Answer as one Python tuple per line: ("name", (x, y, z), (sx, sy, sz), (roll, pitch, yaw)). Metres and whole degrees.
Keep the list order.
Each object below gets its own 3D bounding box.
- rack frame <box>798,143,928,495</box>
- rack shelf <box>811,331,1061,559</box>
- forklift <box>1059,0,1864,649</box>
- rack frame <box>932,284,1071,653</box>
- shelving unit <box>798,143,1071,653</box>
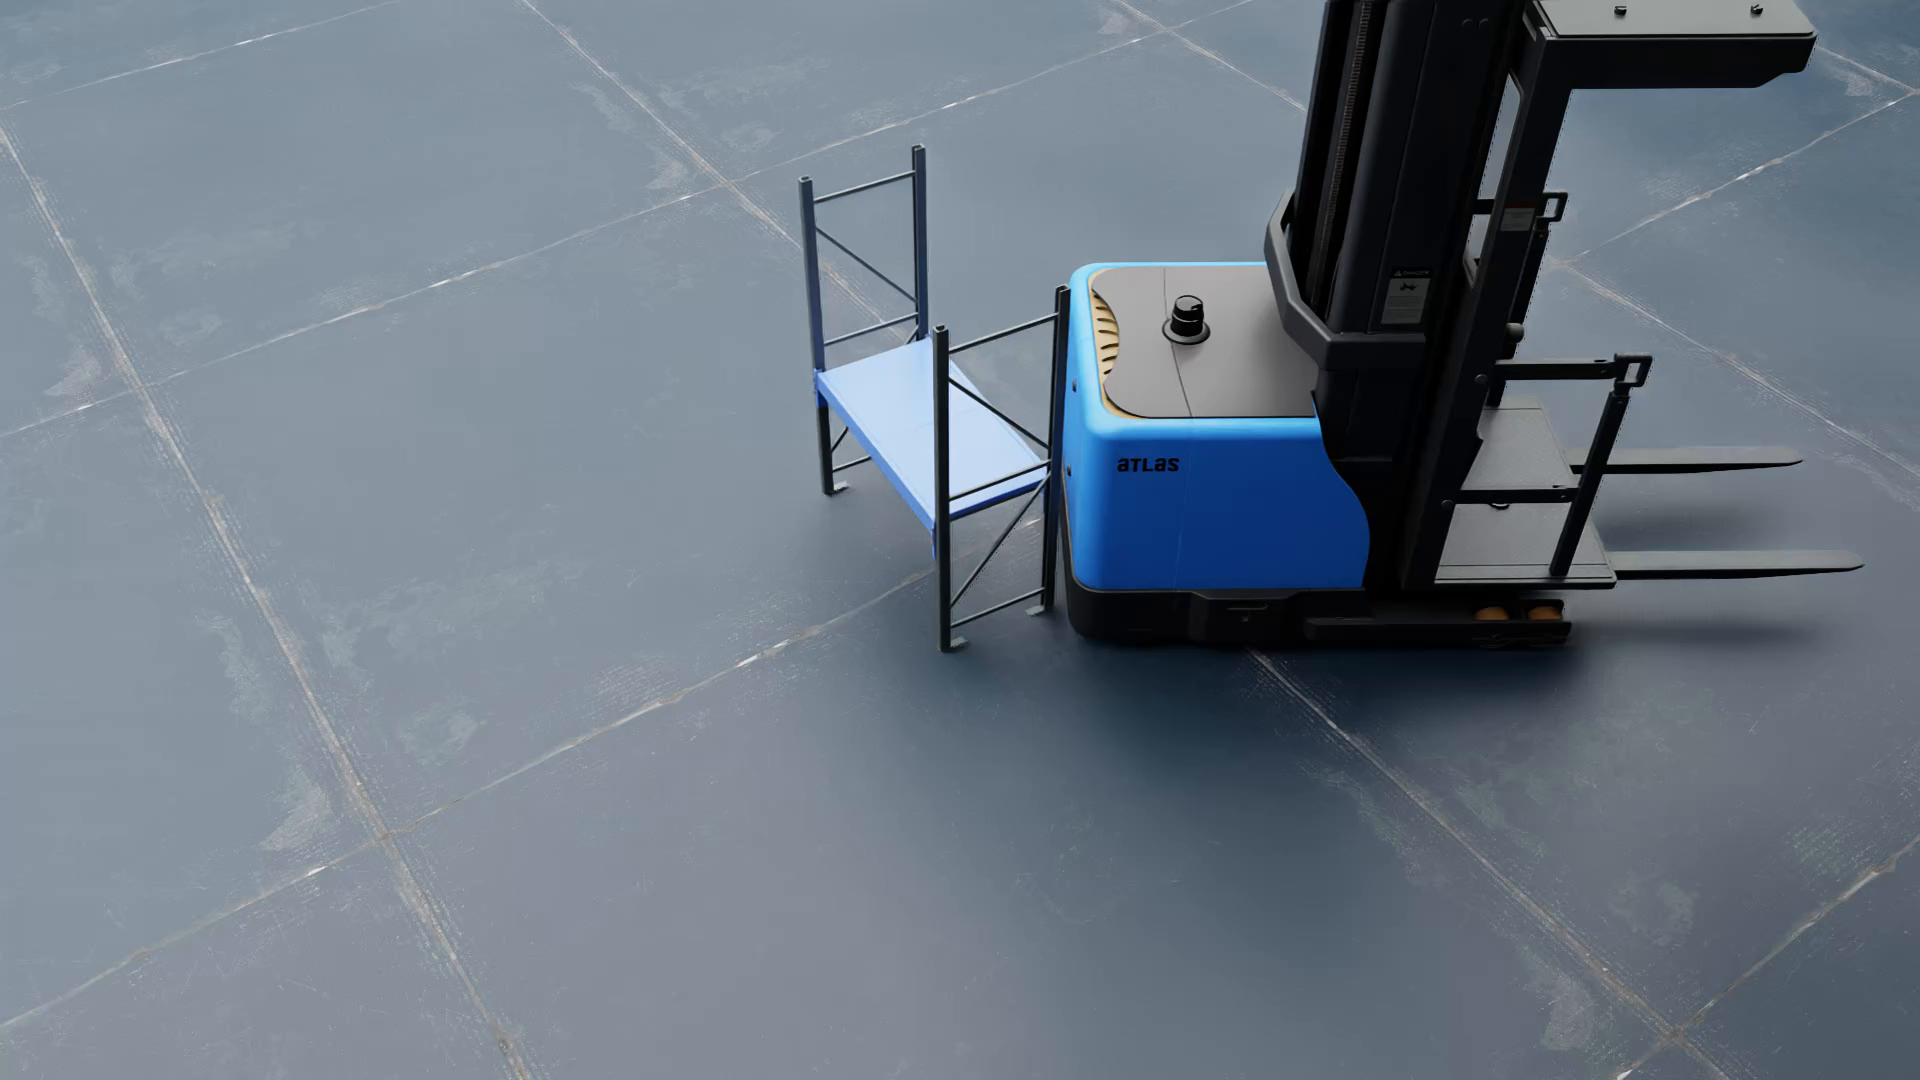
("rack frame", (-0.353, -0.822, 6.525), (0.500, 1.500, 0.032), (-21, 47, -20))
("rack shelf", (-0.107, -0.384, 6.327), (0.538, 0.185, 1.000), (-21, 47, -20))
("forklift", (1.922, -1.017, 5.693), (3.031, 2.935, 1.130), (-1, 44, -1))
("rack frame", (0.138, -0.207, 5.881), (0.500, 1.500, 0.032), (-21, 47, -20))
("shelving unit", (-0.107, -0.514, 6.203), (0.538, 1.500, 1.048), (-21, 47, -20))
